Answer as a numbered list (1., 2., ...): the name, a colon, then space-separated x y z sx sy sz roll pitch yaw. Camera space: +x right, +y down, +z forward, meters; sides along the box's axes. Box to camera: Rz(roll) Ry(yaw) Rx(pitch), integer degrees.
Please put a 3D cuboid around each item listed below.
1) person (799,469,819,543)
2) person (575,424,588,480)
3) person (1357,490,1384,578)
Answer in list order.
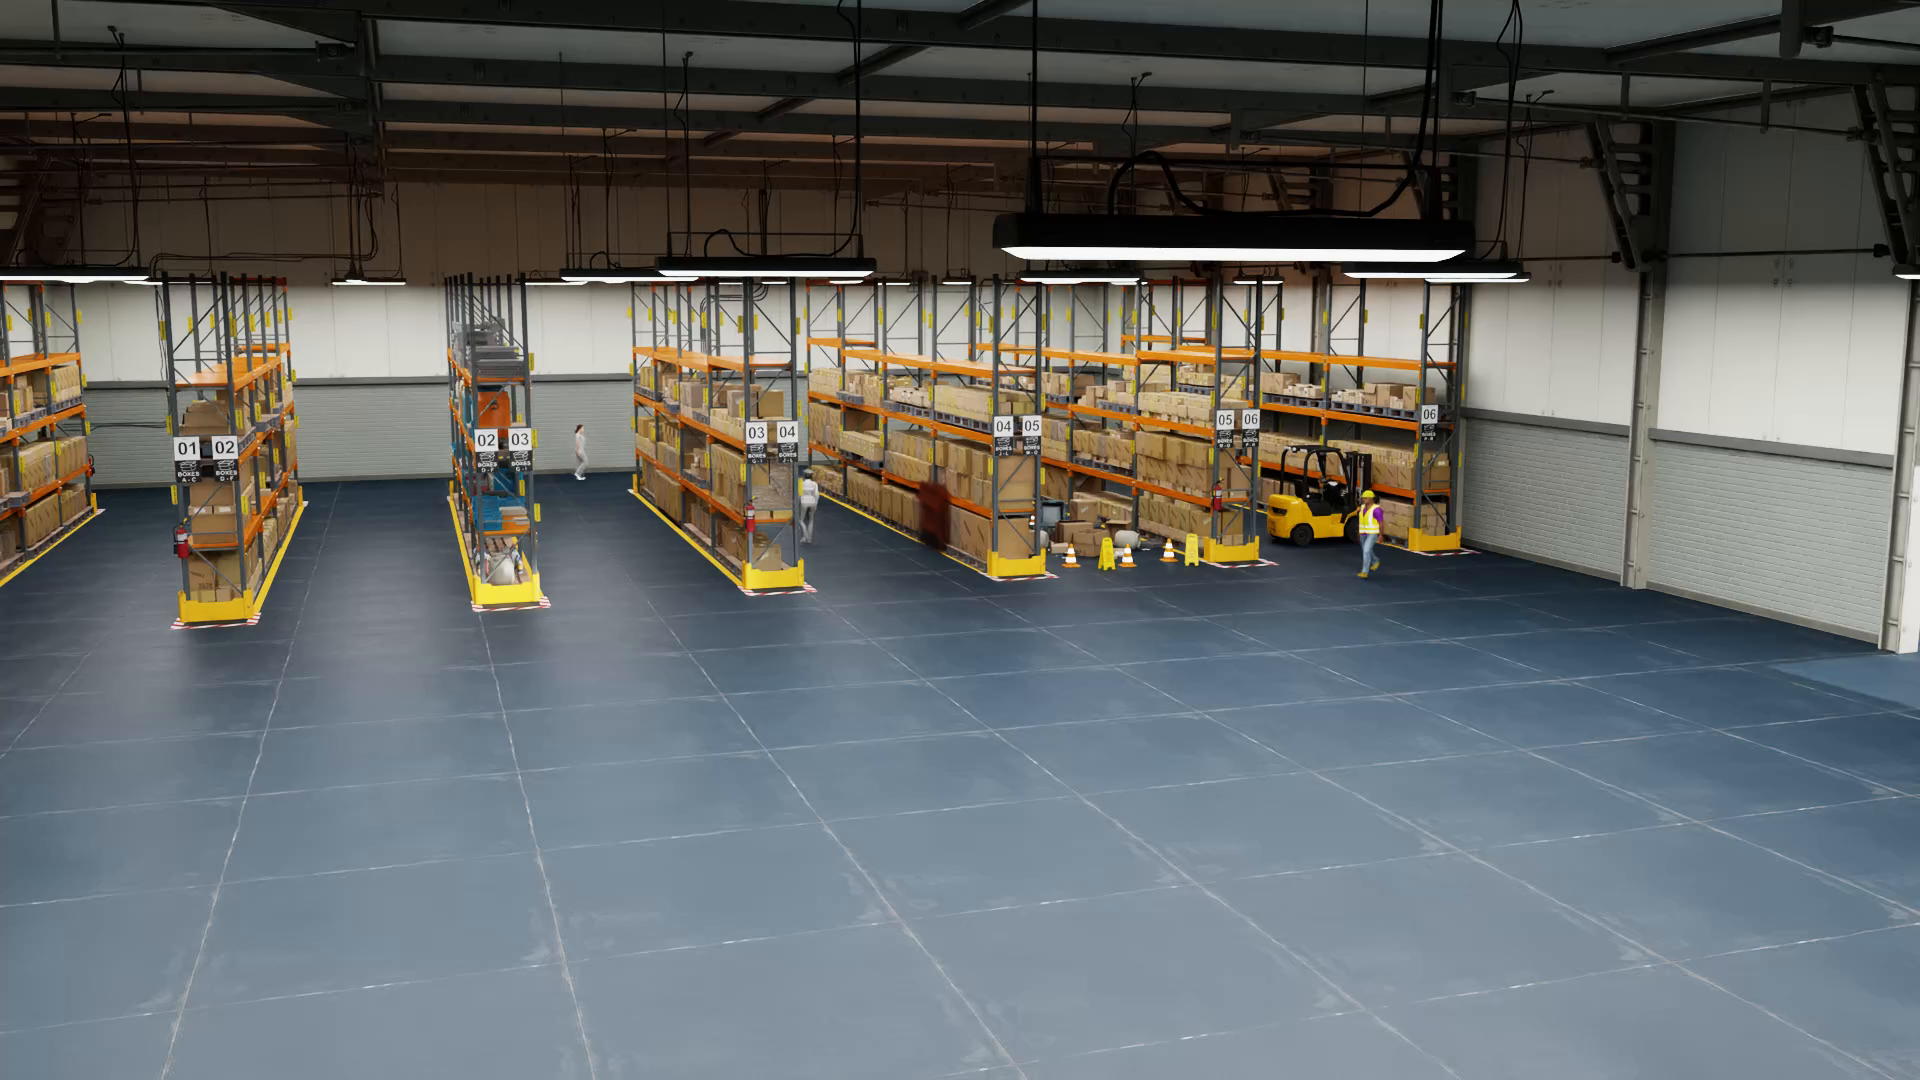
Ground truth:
1. person: -3.436 -0.747 37.610 0.542 1.646 0.630 -3 9 -16
2. person: -11.371 -2.636 49.862 0.420 1.673 0.467 -2 9 -16
3. person: 8.215 -0.134 33.216 0.983 1.730 0.570 -8 12 -43
